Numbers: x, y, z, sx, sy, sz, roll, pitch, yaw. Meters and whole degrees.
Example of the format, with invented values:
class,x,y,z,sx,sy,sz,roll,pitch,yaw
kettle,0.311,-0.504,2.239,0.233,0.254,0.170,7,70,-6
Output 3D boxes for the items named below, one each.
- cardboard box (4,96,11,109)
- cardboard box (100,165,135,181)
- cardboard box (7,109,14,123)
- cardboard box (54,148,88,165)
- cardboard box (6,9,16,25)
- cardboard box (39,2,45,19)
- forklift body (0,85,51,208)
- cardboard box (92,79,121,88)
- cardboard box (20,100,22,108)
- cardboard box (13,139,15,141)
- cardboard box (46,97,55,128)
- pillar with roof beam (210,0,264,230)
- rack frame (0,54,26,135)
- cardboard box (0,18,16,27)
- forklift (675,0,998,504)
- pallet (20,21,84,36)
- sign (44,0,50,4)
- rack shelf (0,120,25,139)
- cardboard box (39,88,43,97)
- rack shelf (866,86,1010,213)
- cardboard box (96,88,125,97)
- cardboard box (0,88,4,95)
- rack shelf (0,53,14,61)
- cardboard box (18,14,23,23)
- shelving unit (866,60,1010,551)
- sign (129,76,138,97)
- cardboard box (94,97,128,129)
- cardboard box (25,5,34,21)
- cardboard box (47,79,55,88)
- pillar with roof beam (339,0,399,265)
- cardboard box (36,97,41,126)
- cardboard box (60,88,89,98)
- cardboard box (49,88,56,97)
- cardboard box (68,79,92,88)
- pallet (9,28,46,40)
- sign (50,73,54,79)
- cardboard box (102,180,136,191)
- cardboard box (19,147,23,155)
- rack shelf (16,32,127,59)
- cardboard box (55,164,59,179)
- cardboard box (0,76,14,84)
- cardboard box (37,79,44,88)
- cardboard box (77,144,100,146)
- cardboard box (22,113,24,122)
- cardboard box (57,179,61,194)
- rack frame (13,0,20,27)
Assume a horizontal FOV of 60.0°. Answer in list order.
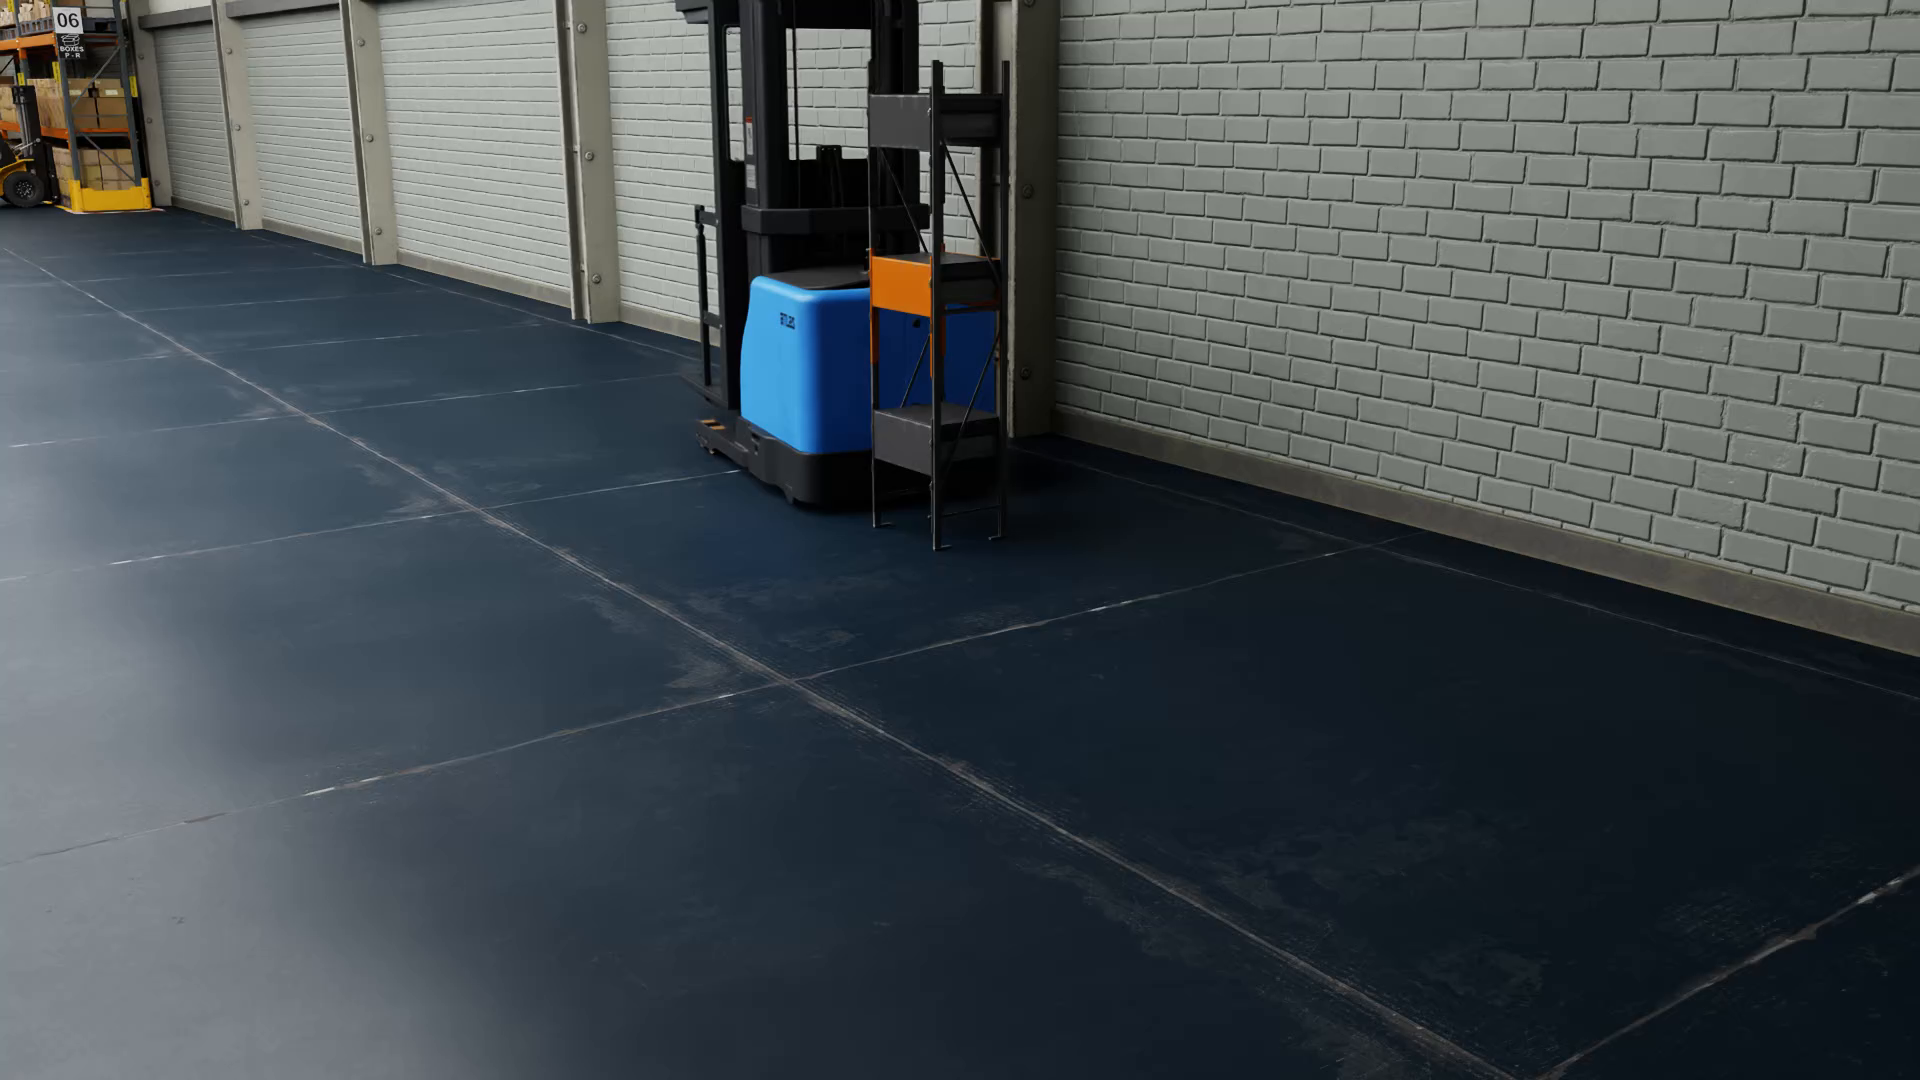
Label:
class,x,y,z,sx,sy,sz,roll,pitch,yaw
cardboard box,-18.161,-8.471,32.180,0.500,0.250,0.500,-11,19,-36
cardboard box,-14.215,-6.198,28.005,0.500,0.250,0.500,-10,18,-34
cardboard box,-18.147,-8.234,32.262,0.500,0.250,0.500,-12,19,-36
cardboard box,-14.935,-6.464,28.032,0.500,0.250,0.500,-10,18,-34
cardboard box,-17.081,-9.573,30.373,0.500,0.311,0.500,-12,19,-36
cardboard box,-14.989,-8.765,27.504,0.396,0.266,0.258,-11,19,-34
forklift body,-16.698,-6.660,27.836,2.313,2.155,1.214,-11,19,-35
cardboard box,-14.132,-7.557,27.524,0.380,0.149,0.250,-11,19,-36
cardboard box,-17.263,-8.145,30.989,0.500,0.250,0.500,-11,19,-36
cardboard box,-20.554,-8.731,36.504,0.380,0.149,0.250,-11,19,-35
cardboard box,-15.208,-7.282,28.310,0.500,0.500,0.500,-11,19,-36
pillar with roof beam,-13.742,-8.181,20.419,9.100,9.000,0.400,-11,19,-35
rack frame,-21.163,-9.510,36.641,1.000,3.000,0.127,-11,19,-35
cardboard box,-17.804,-9.731,31.256,0.380,0.149,0.250,-11,19,-35
forklift,-0.873,-1.932,9.081,1.130,2.935,3.031,-7,17,-23
pallet,-15.936,-9.028,29.365,1.003,0.211,1.213,-11,19,-35
sign,-14.554,-8.702,26.480,0.100,0.325,0.005,-11,19,-35
rack shelf,-17.635,-7.882,32.055,1.077,0.370,4.000,-11,19,-35
cardboard box,-15.755,-7.776,28.888,0.380,0.149,0.250,-12,19,-36
rack shelf,-0.097,-1.710,7.247,0.431,0.518,0.480,-11,19,-35
cardboard box,-14.097,-7.422,27.592,0.380,0.149,0.250,-11,19,-36
cardboard box,-18.704,-8.847,32.798,0.380,0.149,0.250,-10,18,-33
rack shelf,-22.339,-11.037,37.901,1.077,0.370,4.000,-11,19,-35
cardboard box,-16.441,-9.235,29.446,0.380,0.149,0.250,-10,18,-33
shelving unit,-0.097,-1.048,7.428,0.431,2.100,0.503,-11,19,-35
sign,-13.654,-7.488,27.464,0.100,0.325,0.005,-11,19,-35
cardboard box,-14.174,-7.145,27.810,0.500,0.500,0.500,-10,18,-33
cardboard box,-15.832,-9.071,28.623,0.396,0.266,0.258,-11,19,-36
cardboard box,-15.163,-7.699,28.041,0.380,0.149,0.250,-10,18,-33
pillar with roof beam,-10.214,-6.899,15.738,9.100,9.000,0.400,-11,19,-35
cardboard box,-16.089,-7.606,29.495,0.500,0.500,0.500,-10,18,-34
cardboard box,-14.537,-7.339,27.292,0.380,0.149,0.250,-11,19,-34
cardboard box,-15.146,-7.559,28.093,0.380,0.149,0.250,-12,19,-36
cardboard box,-14.488,-7.496,27.301,0.380,0.149,0.250,-11,19,-34
pallet,-16.988,-9.343,30.710,0.805,0.209,1.217,-12,19,-37
sign,-18.364,-9.301,33.685,0.100,0.325,0.005,-11,19,-35
cardboard box,-14.238,-5.959,28.081,0.500,0.250,0.500,-11,19,-34
cardboard box,-17.668,-7.296,32.254,0.875,0.625,0.625,-12,19,-37
rack shelf,-15.283,-8.475,28.538,1.077,0.370,4.000,-11,19,-35
cardboard box,-15.253,-6.336,28.511,0.500,0.250,0.500,-11,19,-36
cardboard box,-21.823,-10.302,37.836,0.500,0.500,0.500,-11,19,-36
cardboard box,-15.885,-7.975,29.052,0.380,0.149,0.250,-11,19,-35
cardboard box,-15.703,-6.980,29.914,0.500,0.250,0.500,-11,19,-35
cardboard box,-17.267,-7.903,31.053,0.500,0.250,0.500,-11,19,-35
cardboard box,-15.210,-6.091,28.563,0.500,0.250,0.500,-11,19,-34
rack frame,-16.459,-10.696,29.608,1.000,3.000,0.127,-11,19,-35
